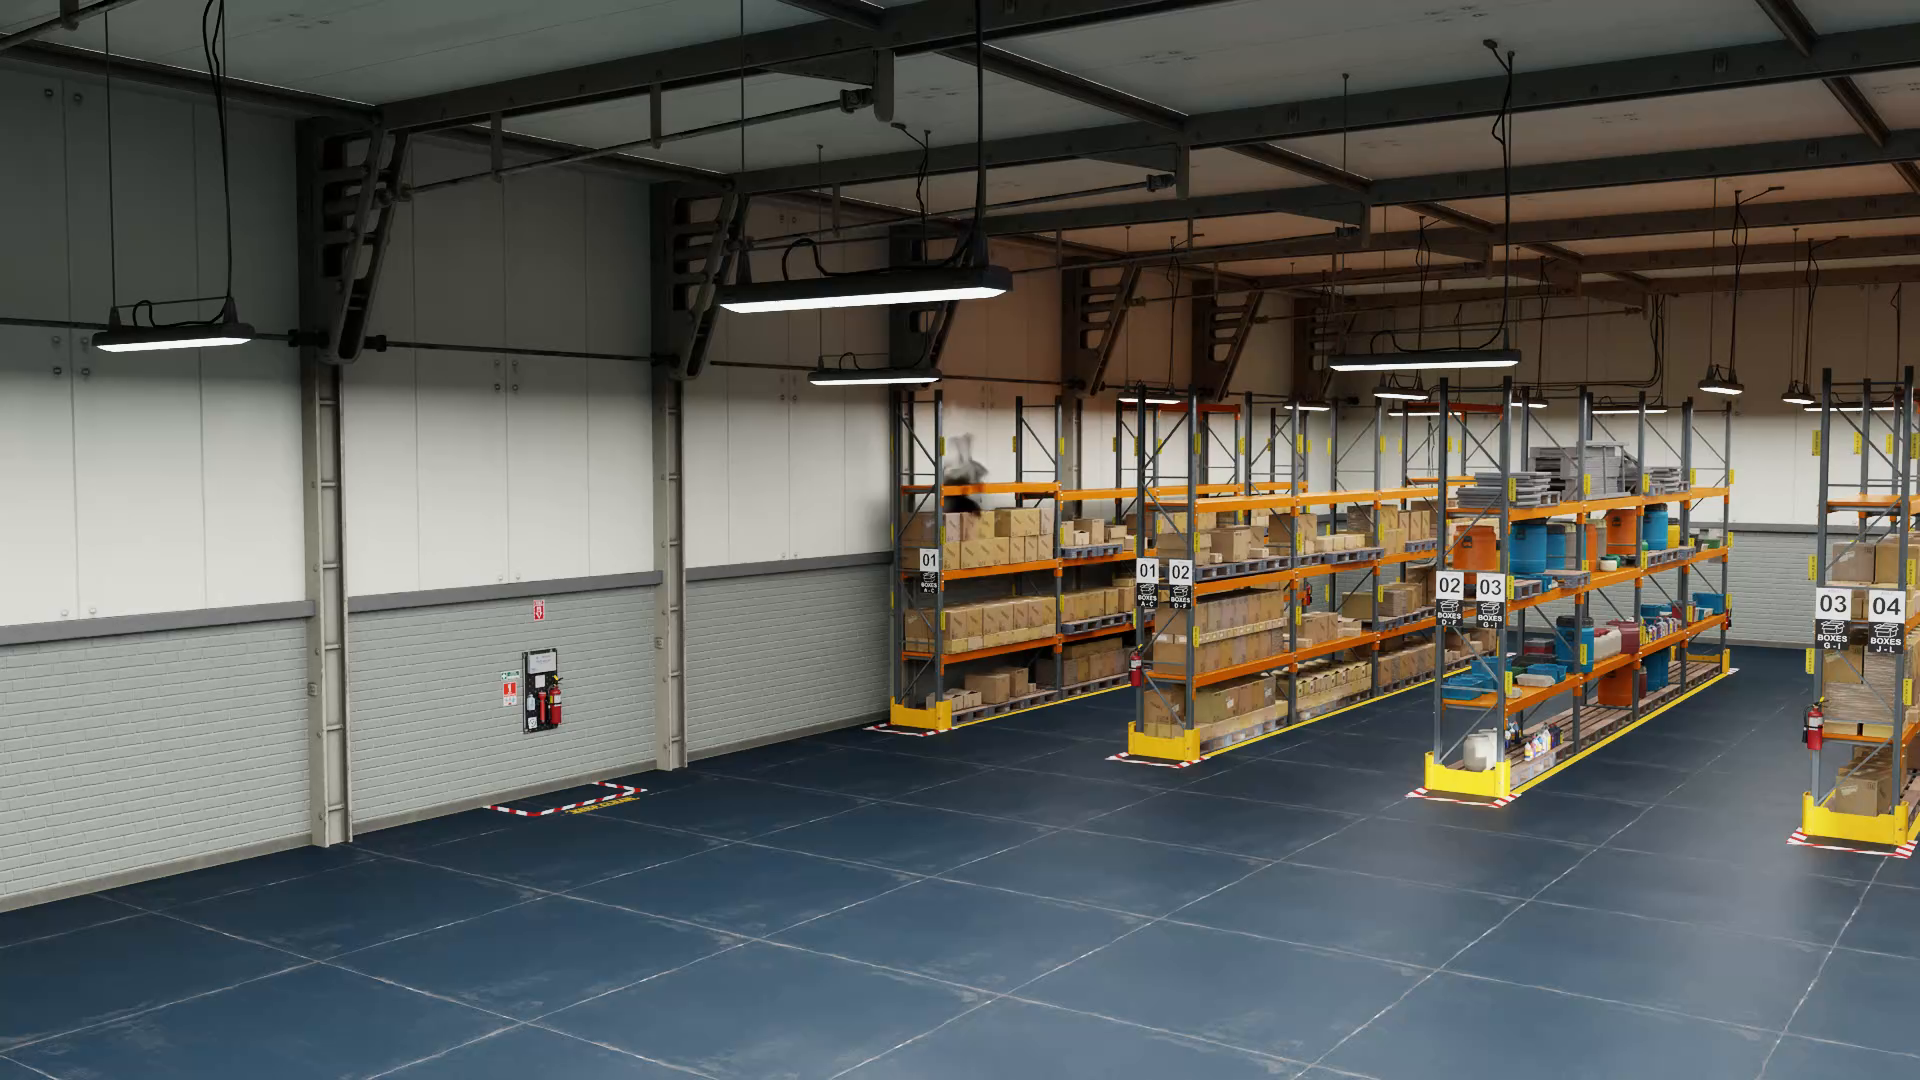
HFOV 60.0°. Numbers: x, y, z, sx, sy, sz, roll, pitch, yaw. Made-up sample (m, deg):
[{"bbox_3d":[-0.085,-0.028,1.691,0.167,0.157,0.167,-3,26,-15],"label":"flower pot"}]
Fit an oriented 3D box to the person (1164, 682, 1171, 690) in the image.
[{"bbox_3d":[4.143,2.334,32.049,0.565,1.716,0.893,2,4,25],"label":"person"}]
